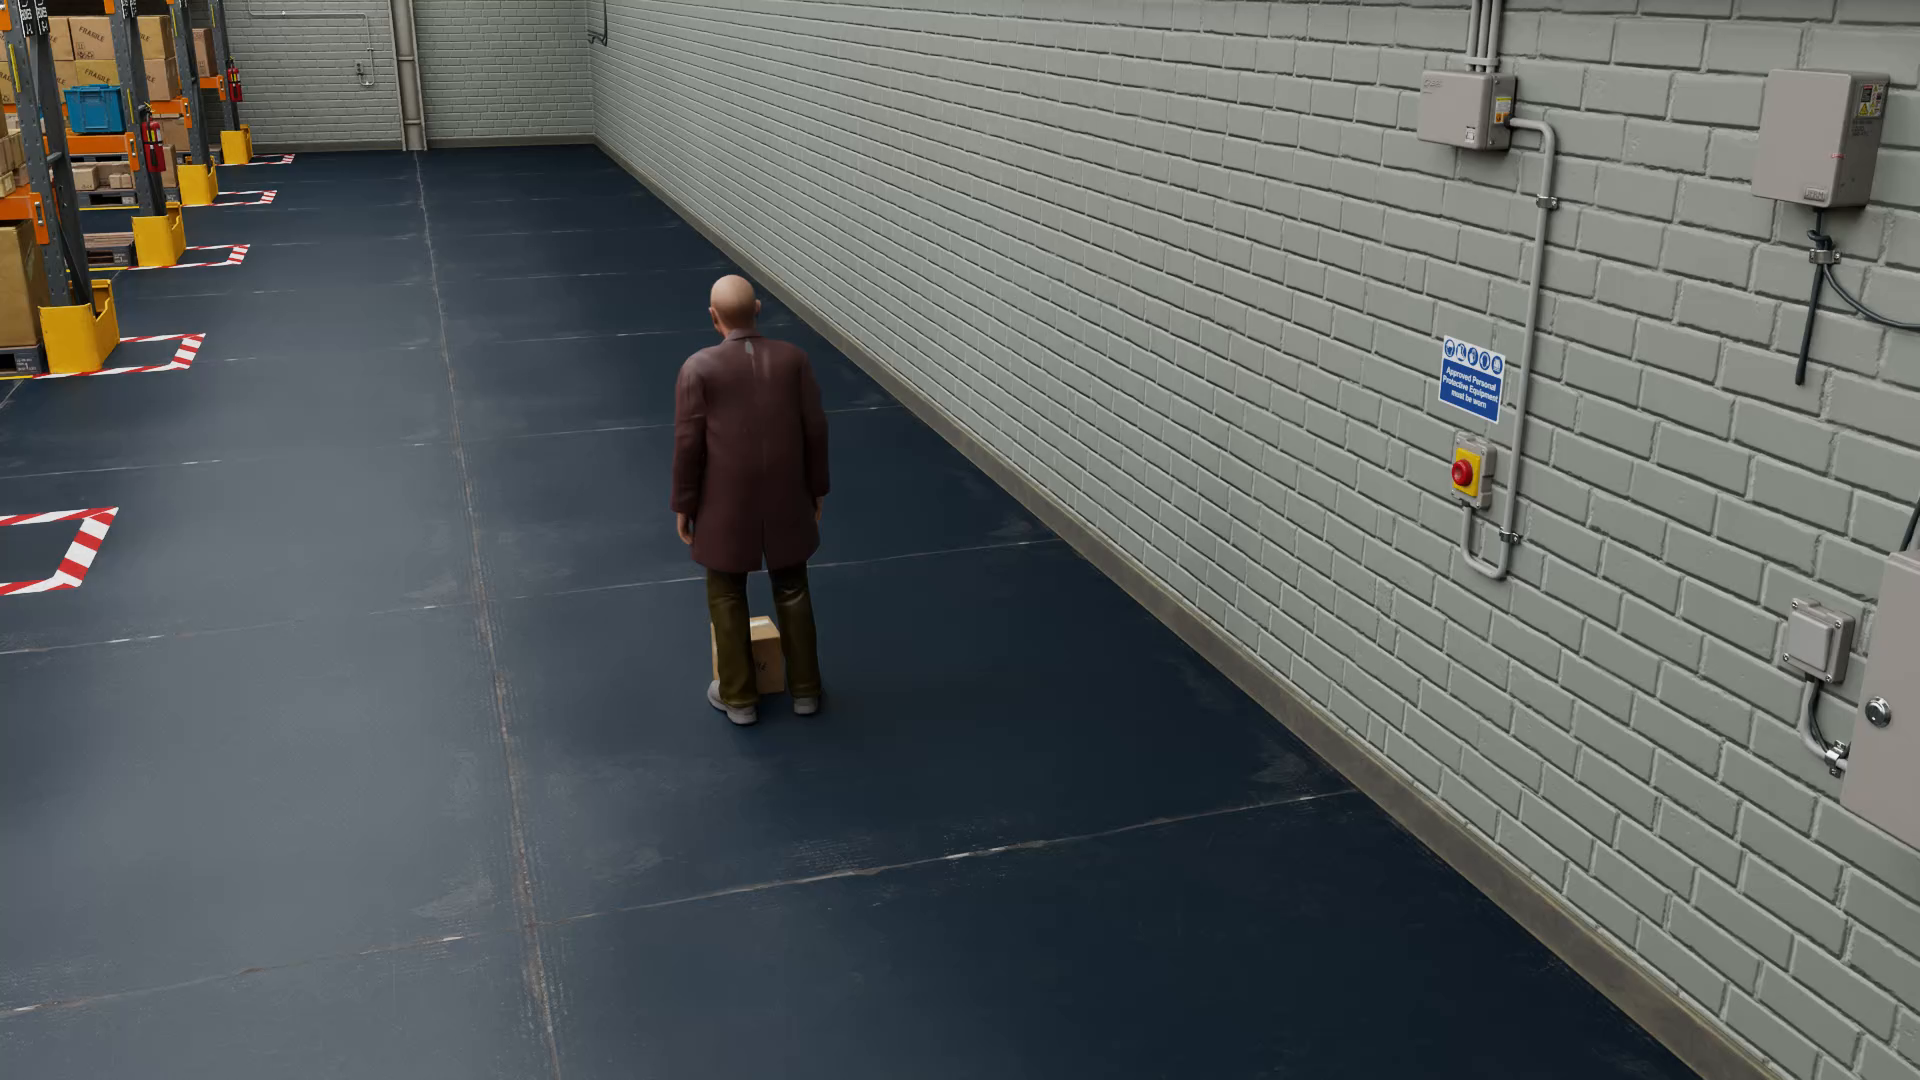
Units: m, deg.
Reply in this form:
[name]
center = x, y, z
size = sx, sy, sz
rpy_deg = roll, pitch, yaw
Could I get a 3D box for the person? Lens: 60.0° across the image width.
[person]
center = -0.821, -0.150, 6.527
size = 0.645, 1.772, 0.429
rpy_deg = -7, 20, -20
